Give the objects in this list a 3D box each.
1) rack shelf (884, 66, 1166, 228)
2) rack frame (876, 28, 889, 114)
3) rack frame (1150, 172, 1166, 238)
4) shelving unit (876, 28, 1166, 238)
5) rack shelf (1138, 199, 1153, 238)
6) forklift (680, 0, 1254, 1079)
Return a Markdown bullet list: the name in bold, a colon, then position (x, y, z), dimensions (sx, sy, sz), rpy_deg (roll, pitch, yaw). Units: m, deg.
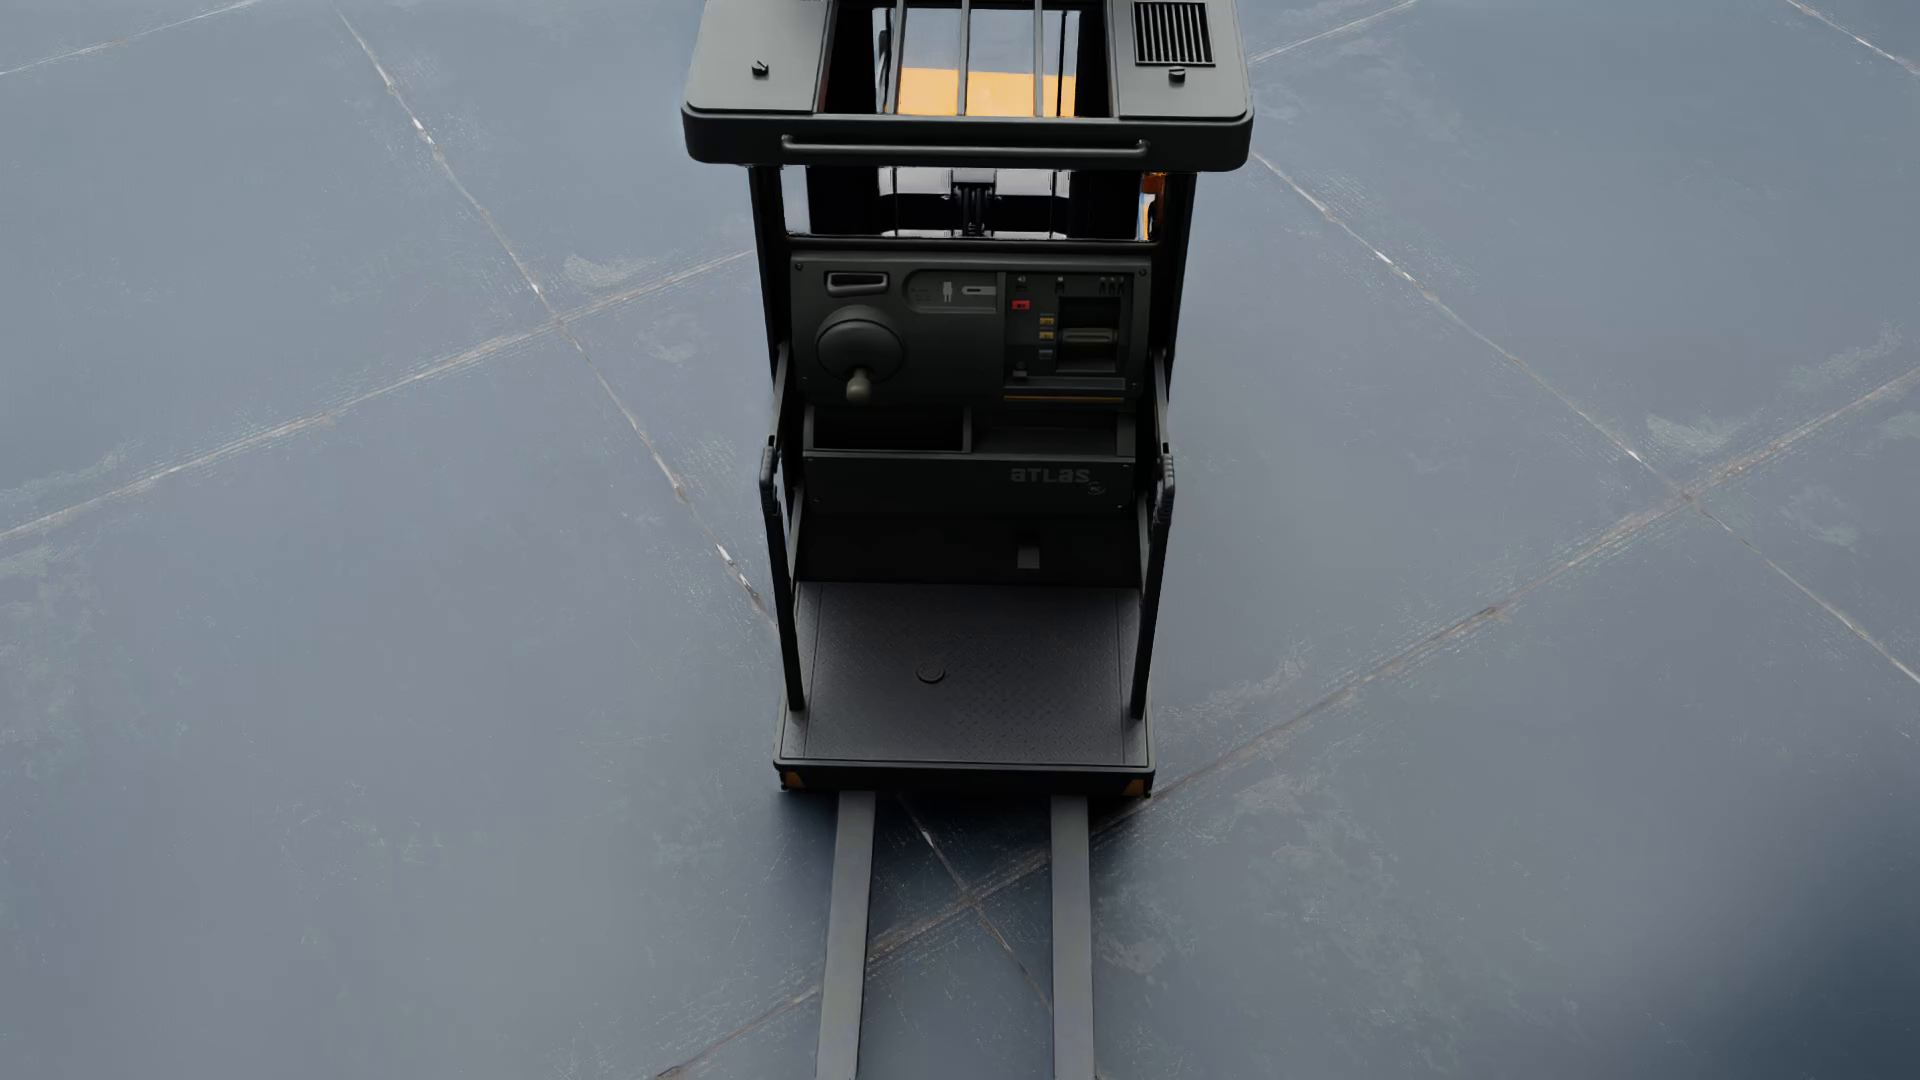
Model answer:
- **rack shelf**: position (0.216, -1.398, 5.849), dimensions (1.000, 0.278, 0.538), rpy_deg (4, 48, 4)
- **rack frame**: position (-0.290, -1.240, 6.100), dimensions (0.032, 1.125, 0.500), rpy_deg (4, 48, 4)
- **rack frame**: position (0.722, -1.167, 6.035), dimensions (0.032, 1.125, 0.500), rpy_deg (4, 48, 4)
- **shelving unit**: position (0.216, -1.203, 6.067), dimensions (1.048, 1.125, 0.538), rpy_deg (4, 48, 4)
- **rack shelf**: position (0.216, -1.040, 6.249), dimensions (1.000, 0.278, 0.538), rpy_deg (4, 48, 4)
- **forklift**: position (0.023, -0.447, 4.186), dimensions (1.130, 2.935, 3.031), rpy_deg (1, 48, 1)
